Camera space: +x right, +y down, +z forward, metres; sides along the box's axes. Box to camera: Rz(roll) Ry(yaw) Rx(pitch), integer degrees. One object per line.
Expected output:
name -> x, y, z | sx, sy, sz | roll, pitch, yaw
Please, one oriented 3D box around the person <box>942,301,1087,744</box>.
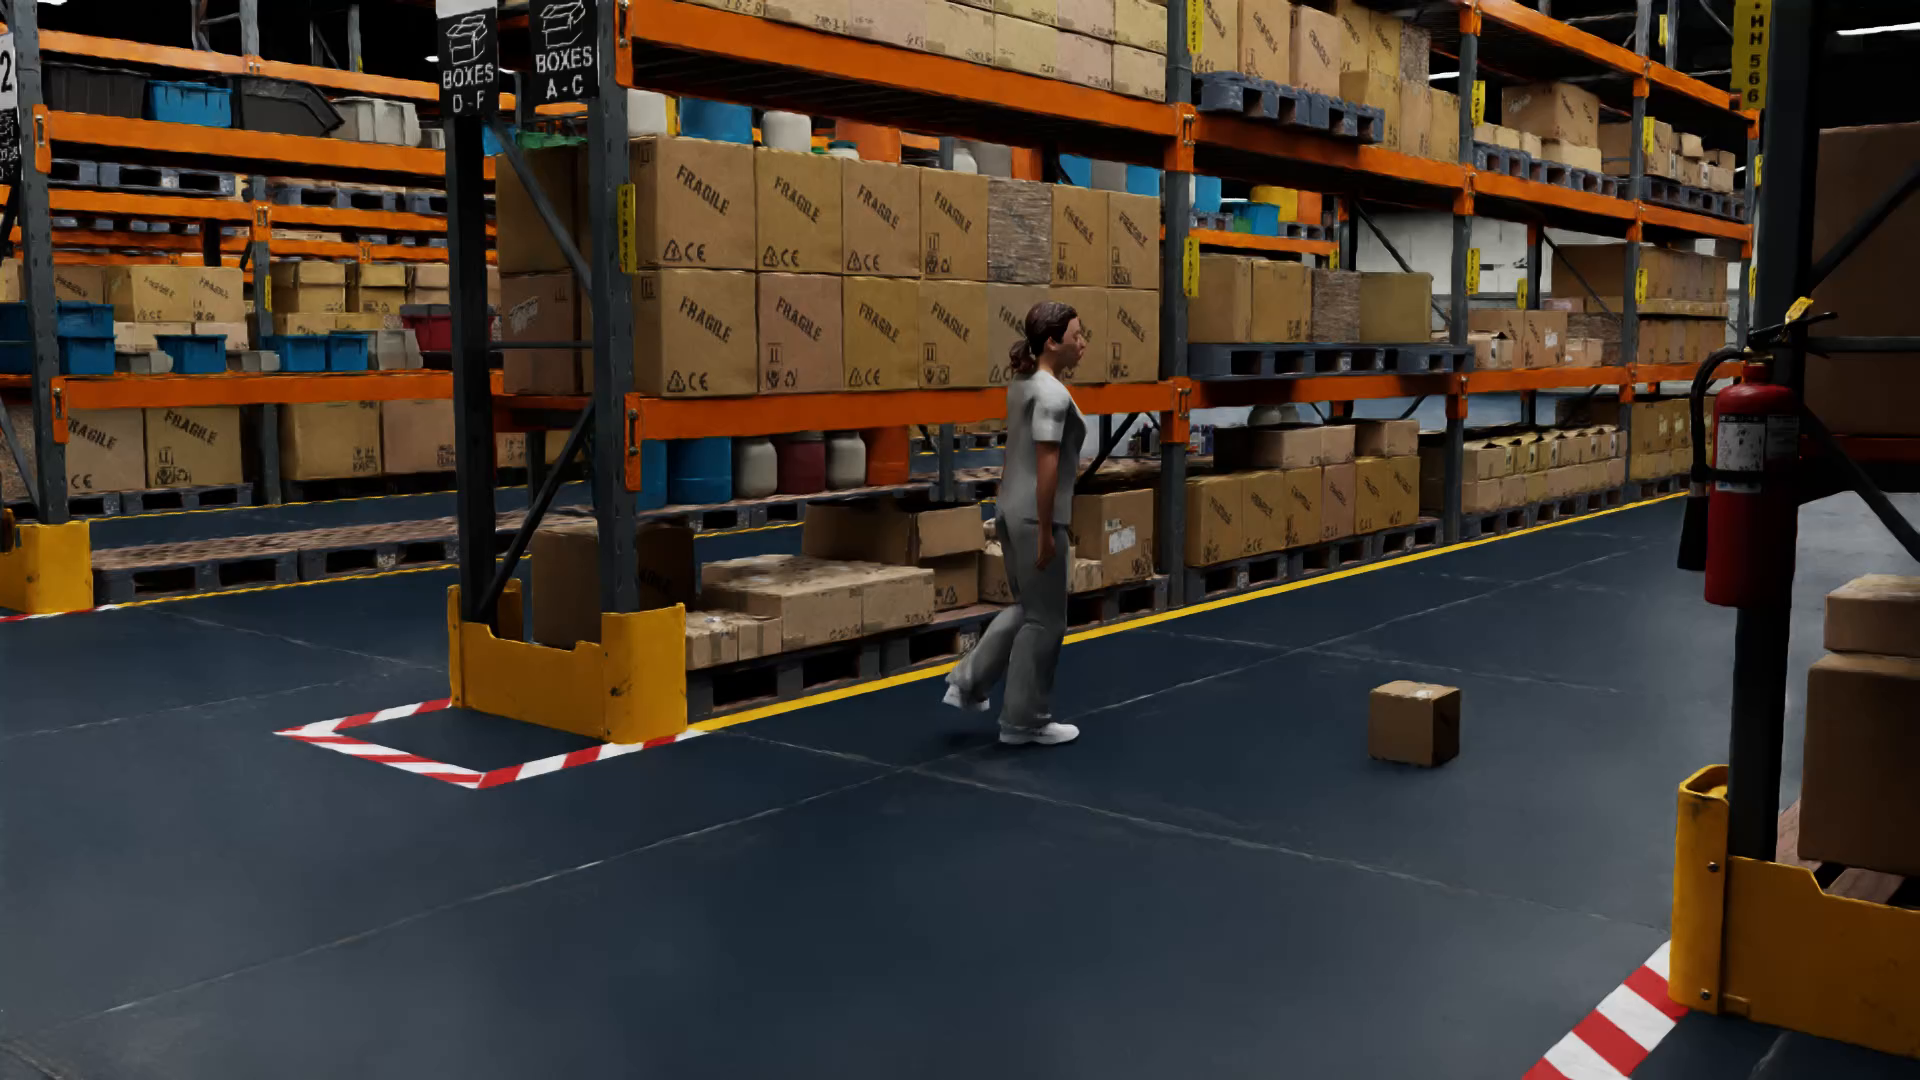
person -> 0.203, -0.056, 6.224 | 0.526, 1.663, 0.506 | -2, 7, -16
